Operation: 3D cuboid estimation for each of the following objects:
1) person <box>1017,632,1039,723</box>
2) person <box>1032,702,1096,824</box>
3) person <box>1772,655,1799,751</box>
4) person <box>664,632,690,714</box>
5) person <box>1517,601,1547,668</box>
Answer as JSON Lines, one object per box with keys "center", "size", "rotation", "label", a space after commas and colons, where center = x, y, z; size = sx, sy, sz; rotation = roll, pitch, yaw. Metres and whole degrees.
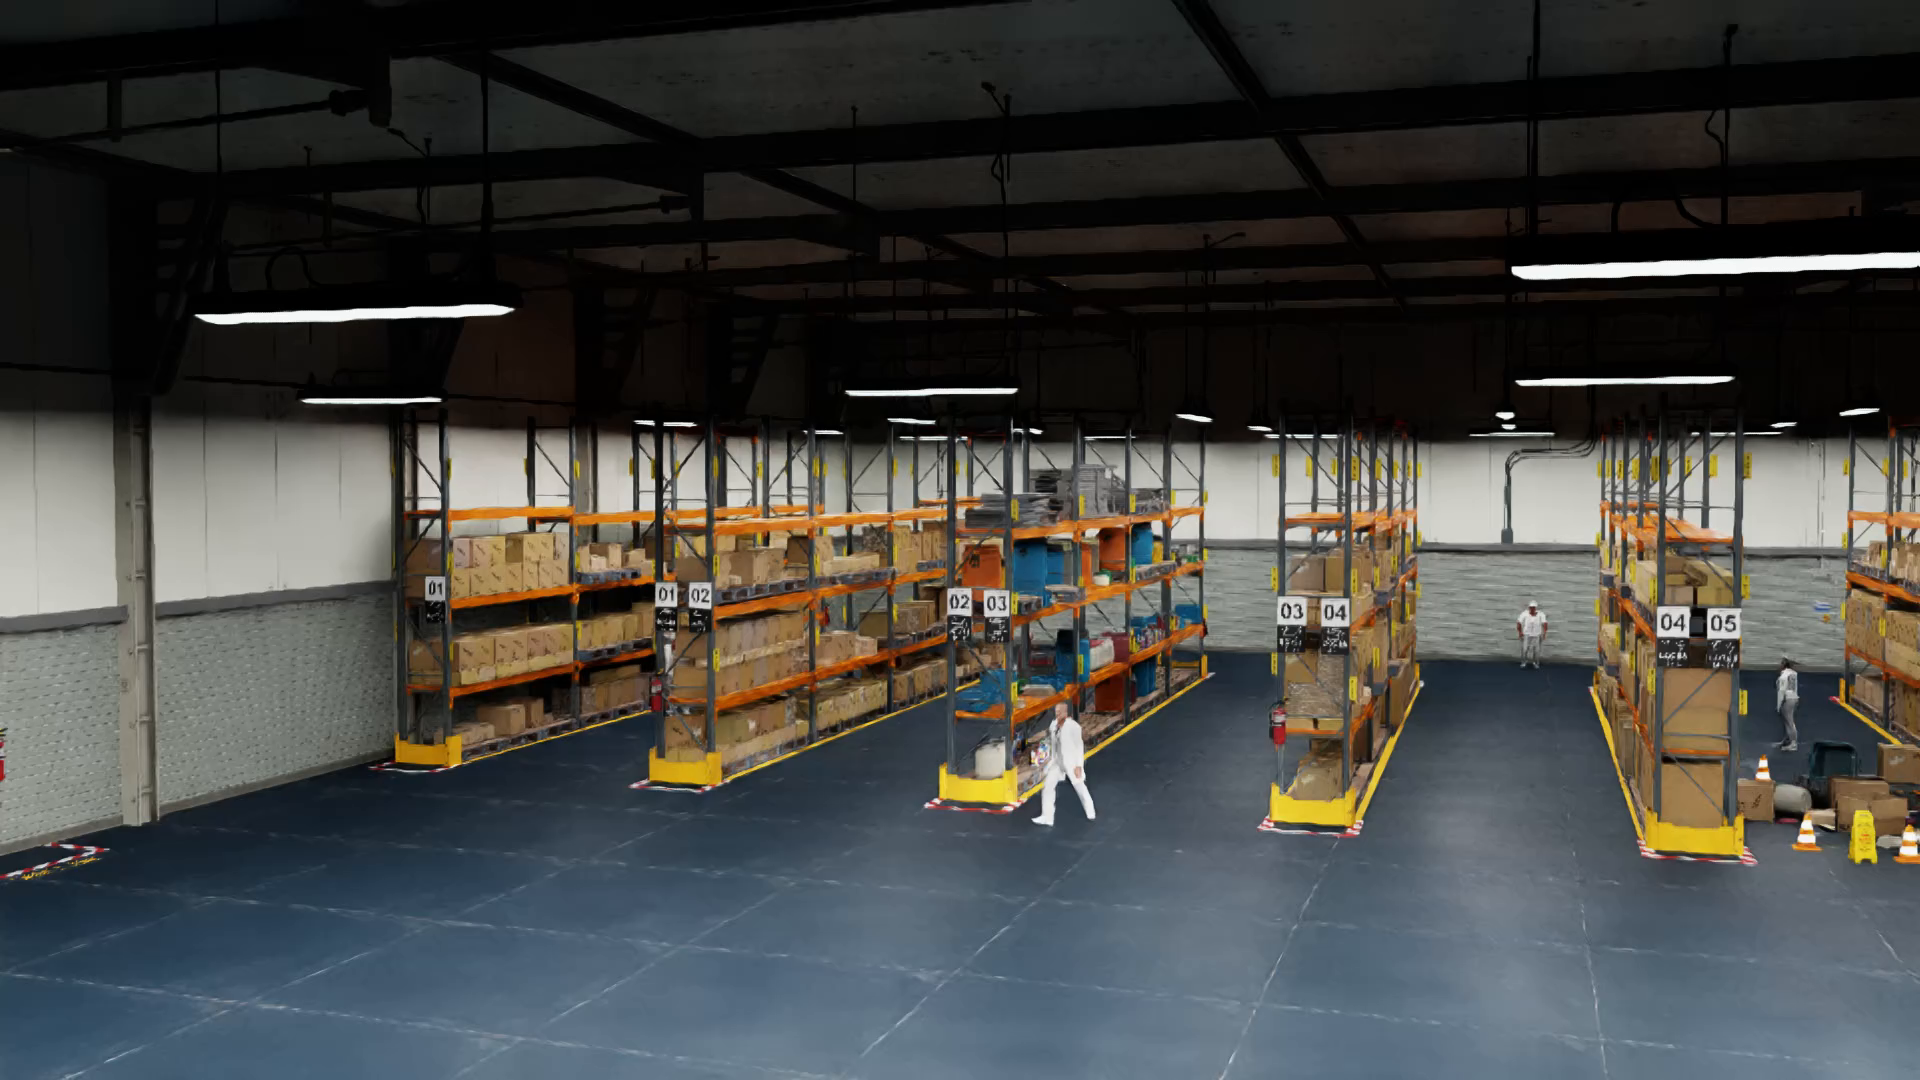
{"center": [1.299, 2.788, 32.863], "size": [0.672, 1.576, 0.775], "rotation": [2, 3, 38], "label": "person"}
{"center": [1.506, 3.135, 23.465], "size": [0.635, 1.722, 1.040], "rotation": [2, 3, 39], "label": "person"}
{"center": [14.710, 2.887, 29.603], "size": [0.560, 1.672, 0.521], "rotation": [-2, 3, -43], "label": "person"}
{"center": [-5.711, 2.697, 33.562], "size": [0.701, 1.717, 0.849], "rotation": [0, 2, 2], "label": "person"}
{"center": [14.340, 2.367, 41.691], "size": [0.719, 1.714, 0.578], "rotation": [1, 3, 17], "label": "person"}
